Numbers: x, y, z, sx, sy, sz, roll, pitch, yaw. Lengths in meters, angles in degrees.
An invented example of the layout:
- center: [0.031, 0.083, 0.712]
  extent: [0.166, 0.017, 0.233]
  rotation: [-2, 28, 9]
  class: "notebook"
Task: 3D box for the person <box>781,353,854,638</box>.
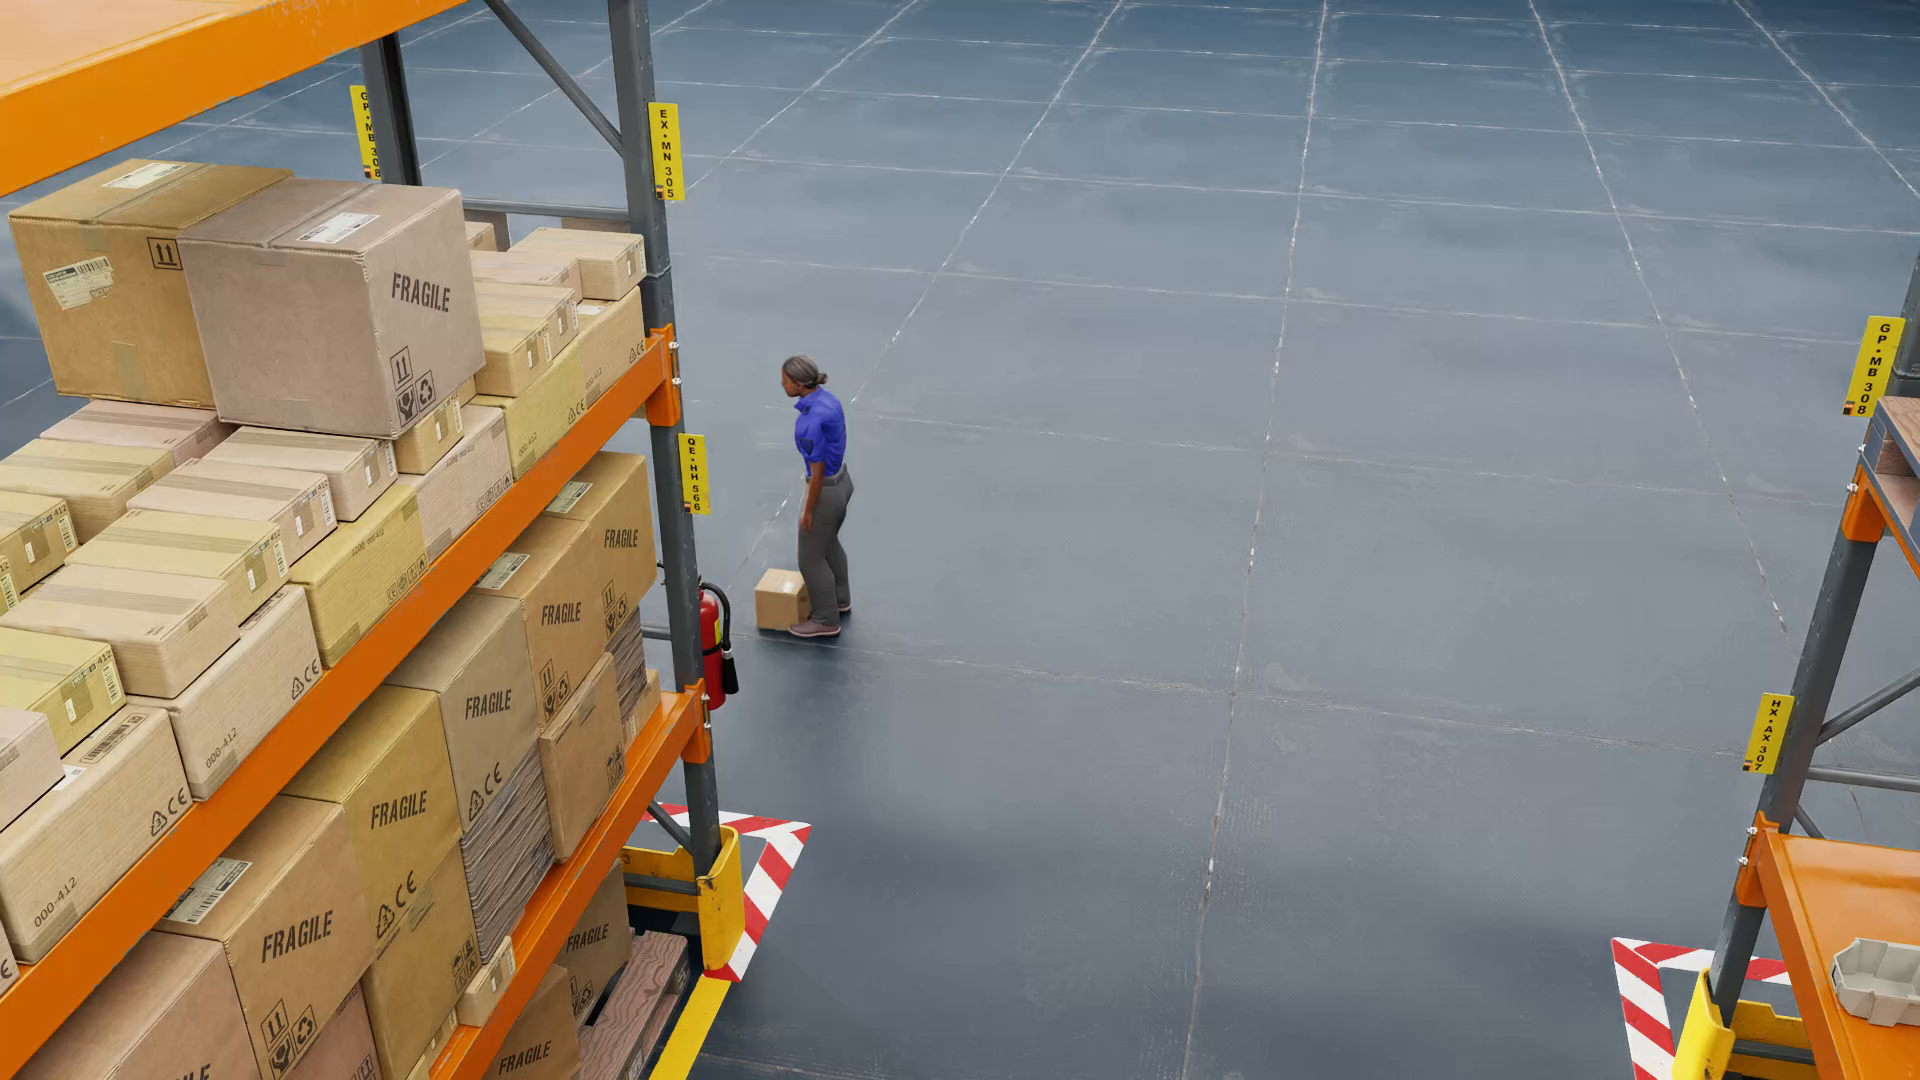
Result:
- center: [-0.771, -0.249, 9.082]
  extent: [0.352, 1.639, 0.512]
  rotation: [5, 29, 9]
  class: "person"
